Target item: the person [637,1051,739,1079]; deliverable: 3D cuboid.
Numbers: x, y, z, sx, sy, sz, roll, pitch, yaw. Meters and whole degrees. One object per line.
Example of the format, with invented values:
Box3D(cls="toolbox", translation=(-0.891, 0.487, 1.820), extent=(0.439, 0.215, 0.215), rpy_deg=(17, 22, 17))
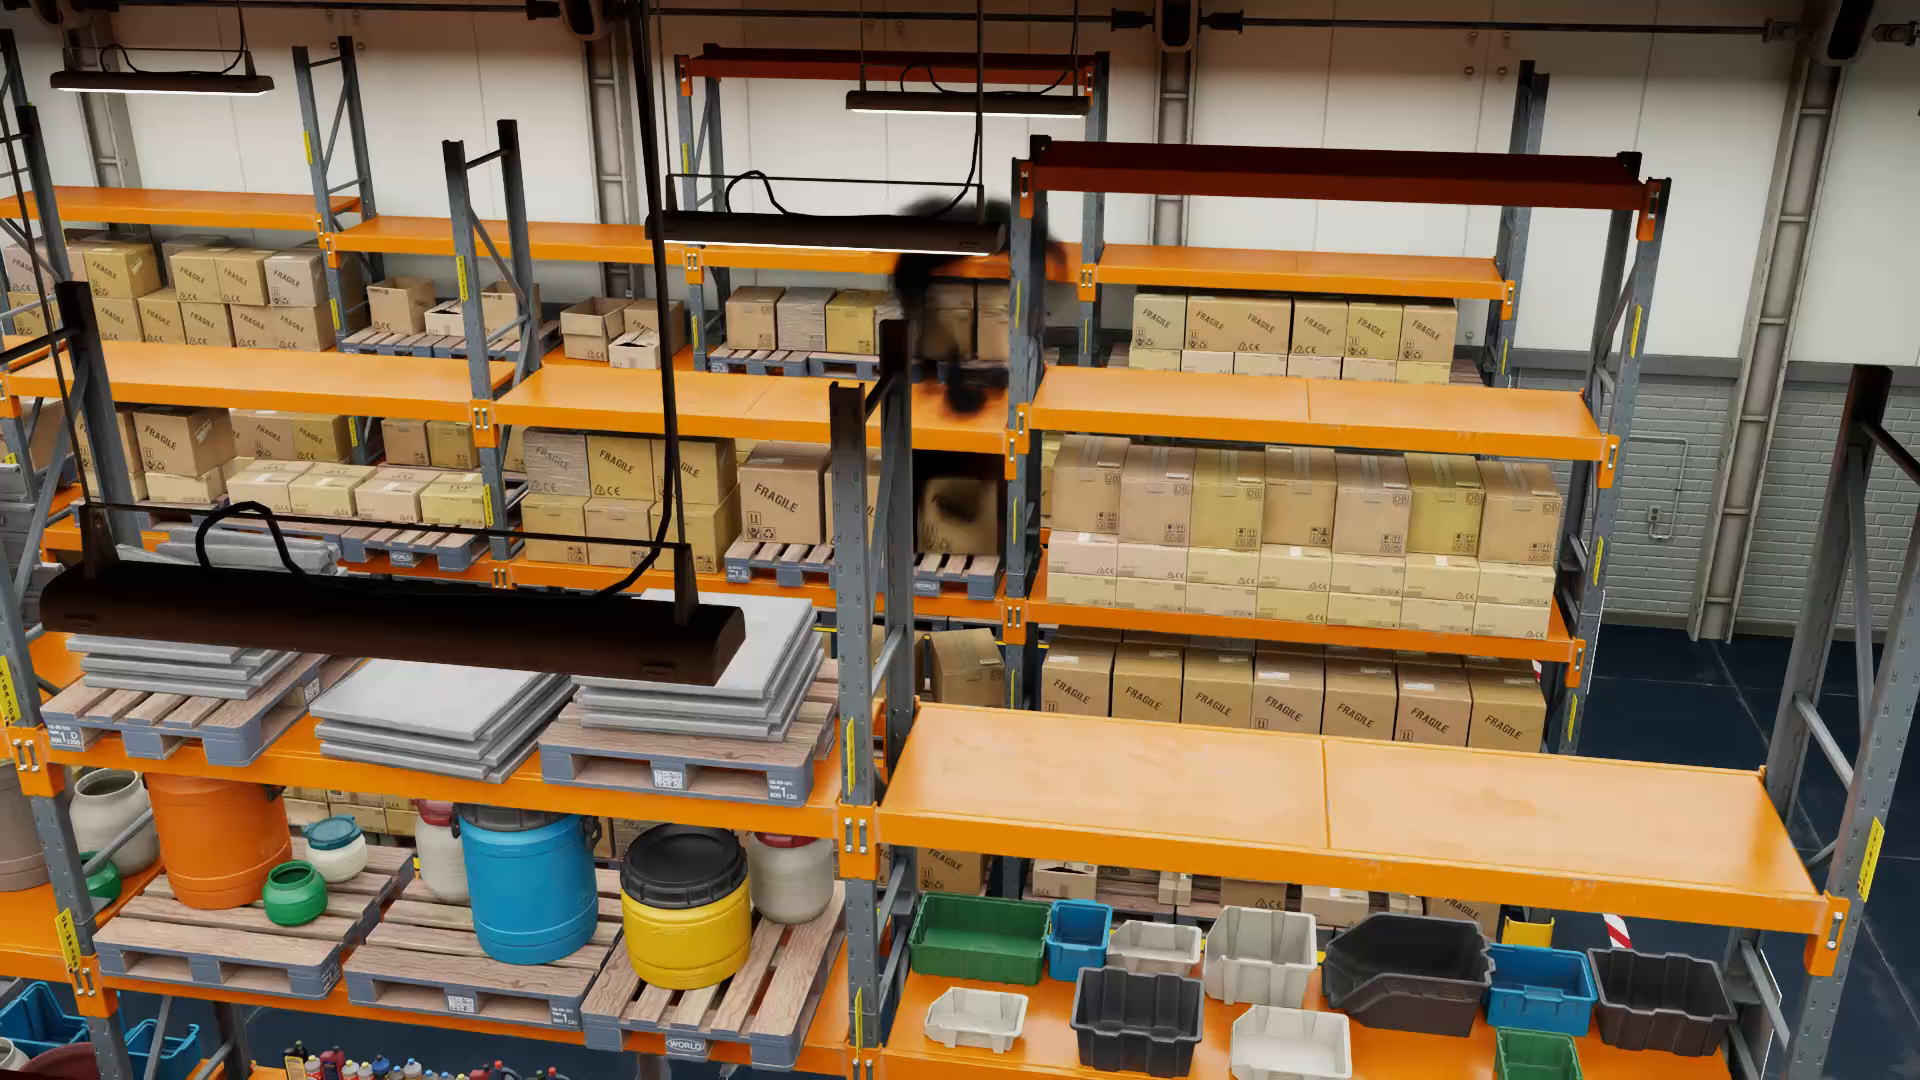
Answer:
Box3D(cls="person", translation=(-1.860, 3.022, 11.019), extent=(0.918, 1.764, 0.712), rpy_deg=(-1, 23, -2))
